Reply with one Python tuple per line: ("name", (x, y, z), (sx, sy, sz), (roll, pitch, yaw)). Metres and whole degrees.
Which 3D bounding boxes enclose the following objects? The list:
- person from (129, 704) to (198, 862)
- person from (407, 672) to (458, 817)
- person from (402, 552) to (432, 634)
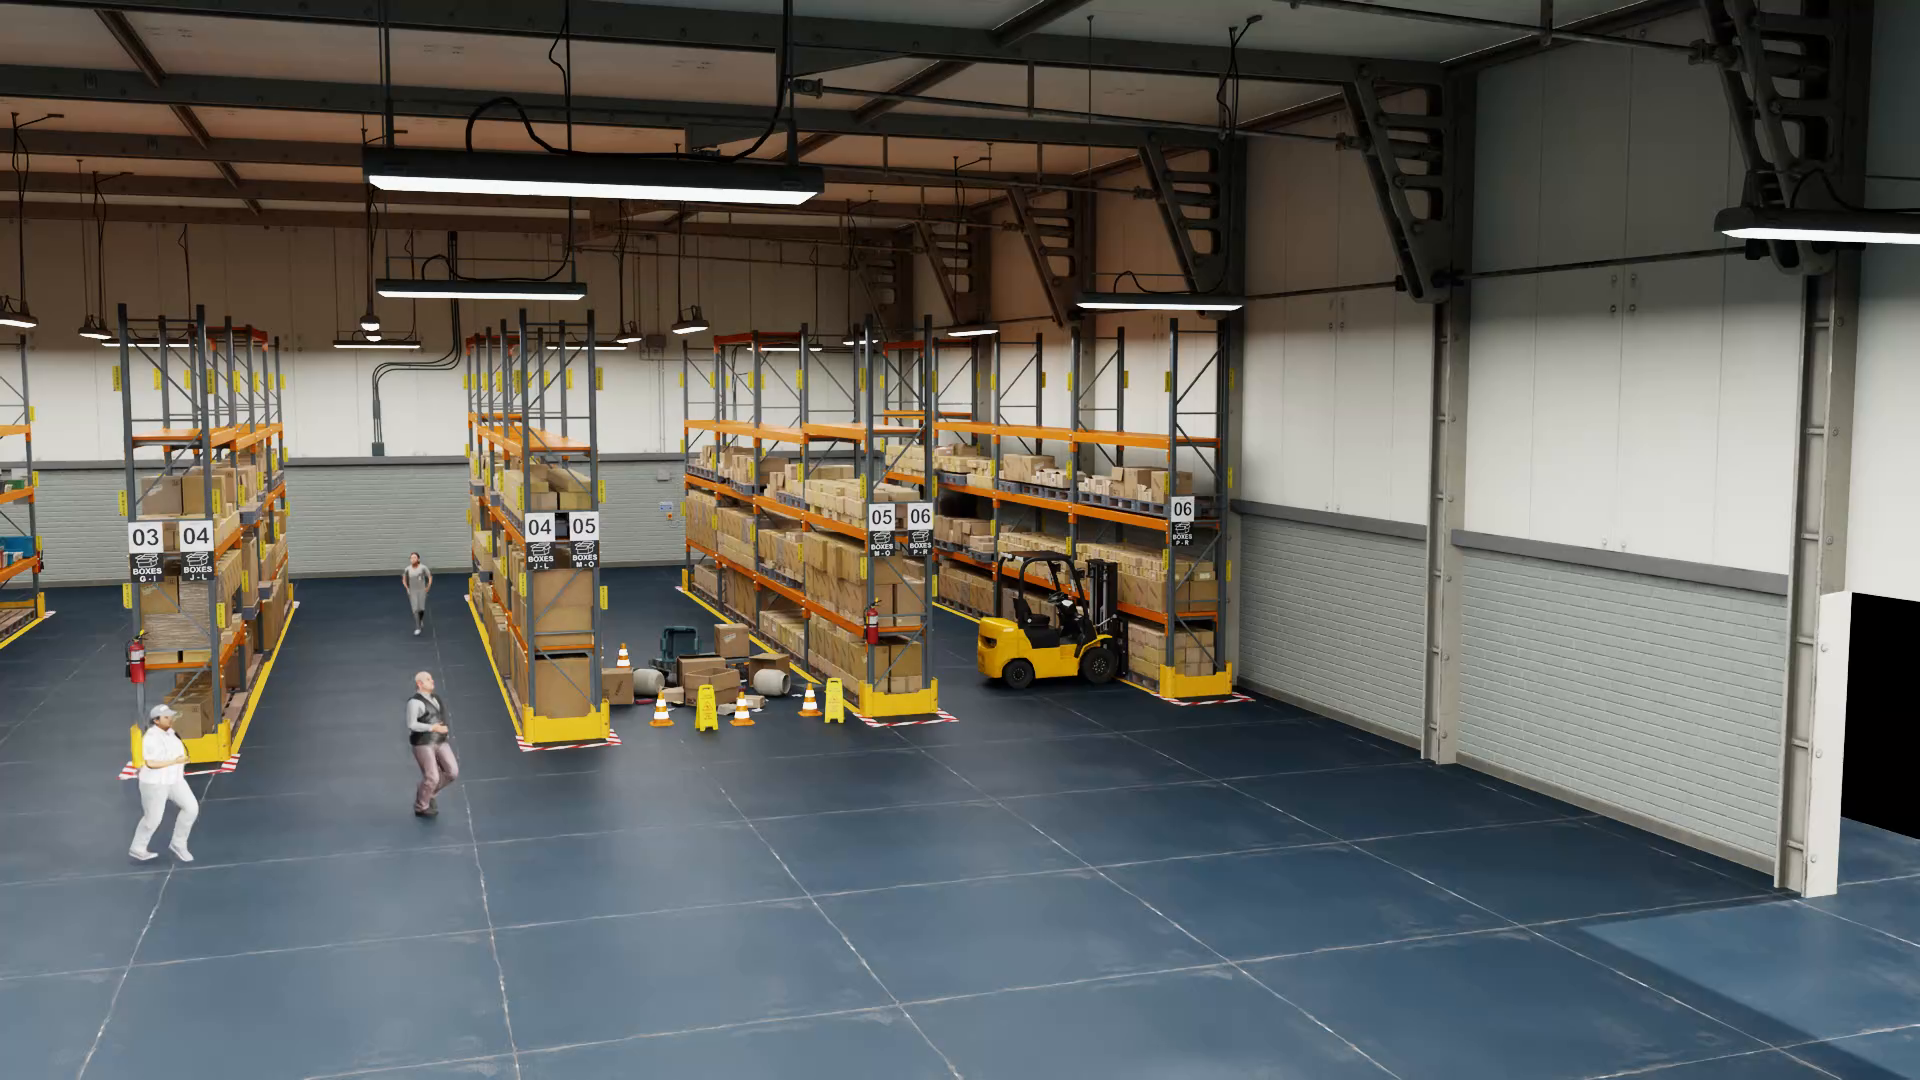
("person", (-8.281, 2.551, 17.300), (0.759, 1.705, 0.554), (1, 6, 11))
("person", (-6.032, 2.346, 19.098), (0.585, 1.674, 0.648), (2, 6, 19))
("person", (-10.803, 1.060, 33.094), (0.571, 1.633, 0.535), (-1, 6, -12))
